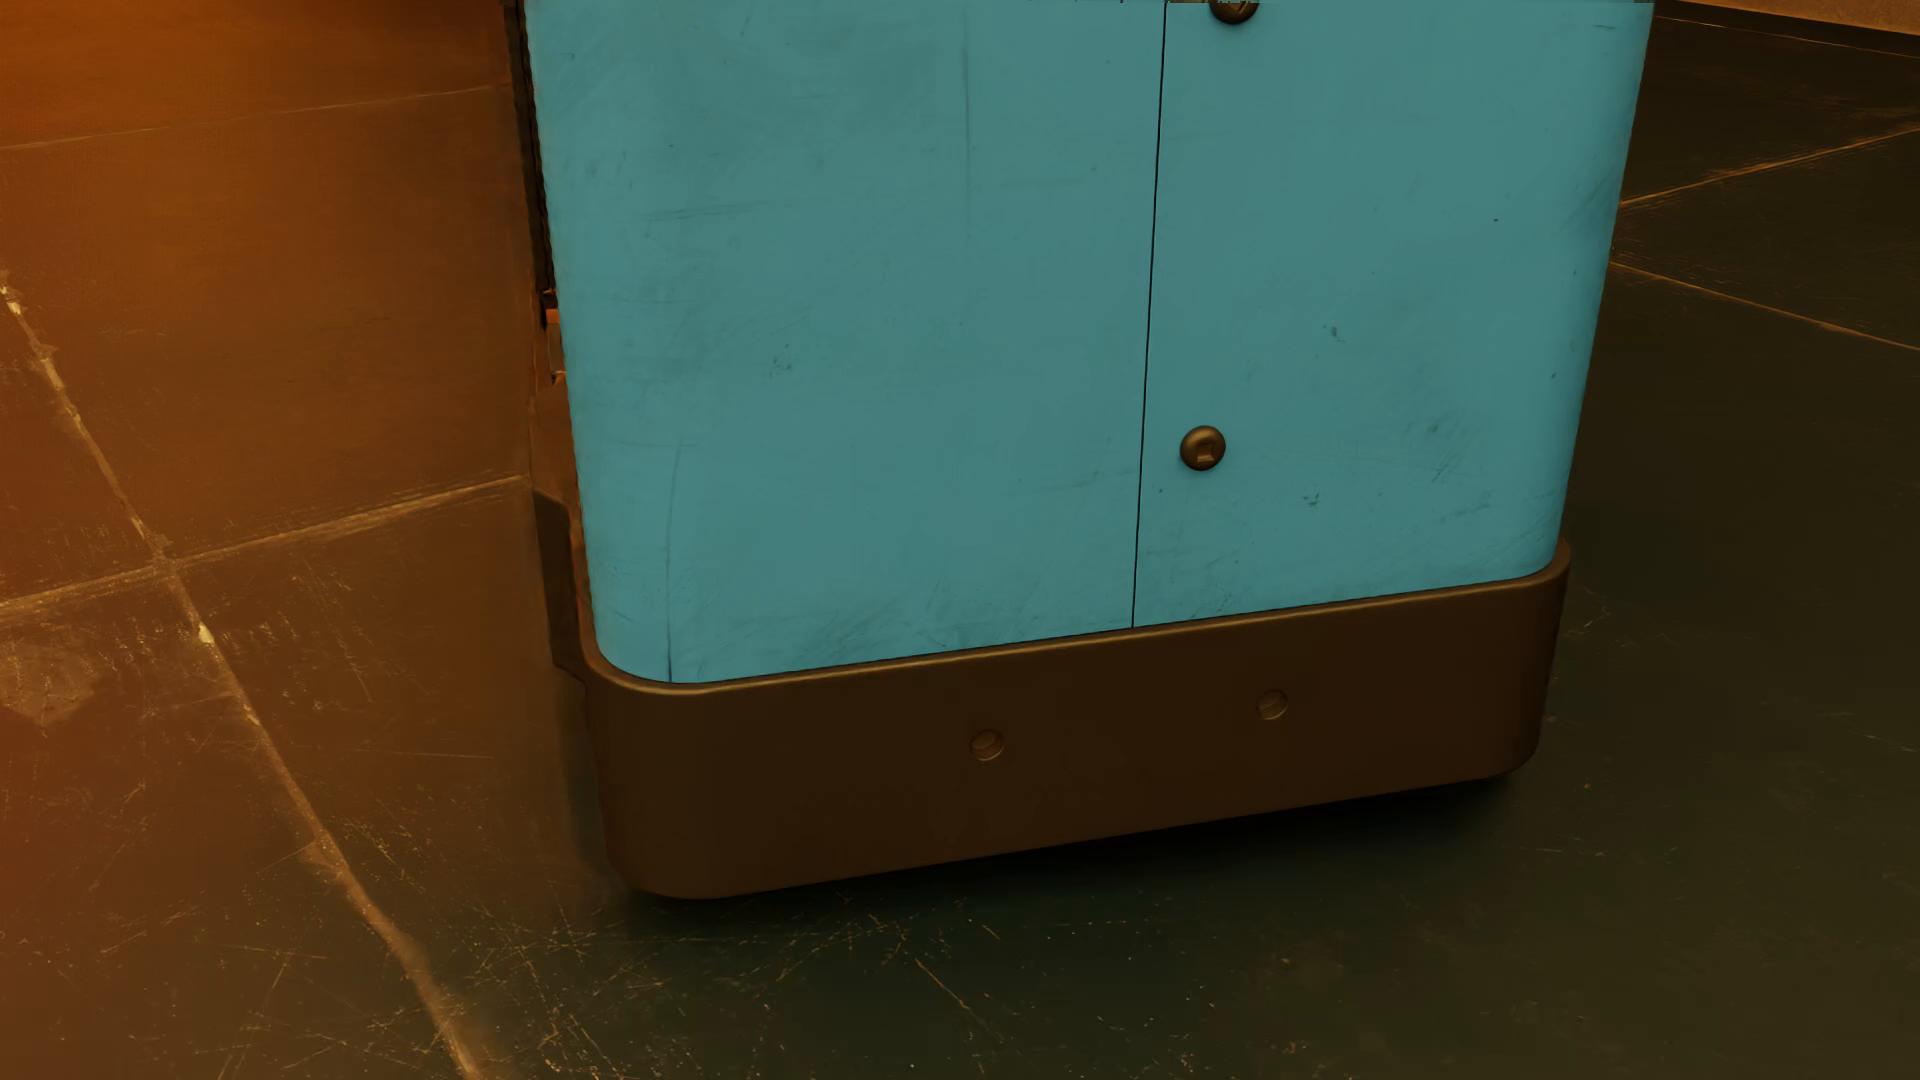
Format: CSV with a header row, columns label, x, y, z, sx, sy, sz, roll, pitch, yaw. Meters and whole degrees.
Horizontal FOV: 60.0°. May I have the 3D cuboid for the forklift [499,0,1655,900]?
label,x,y,z,sx,sy,sz,roll,pitch,yaw
forklift,-0.199,-1.597,2.415,1.130,2.935,3.031,-6,27,-13
